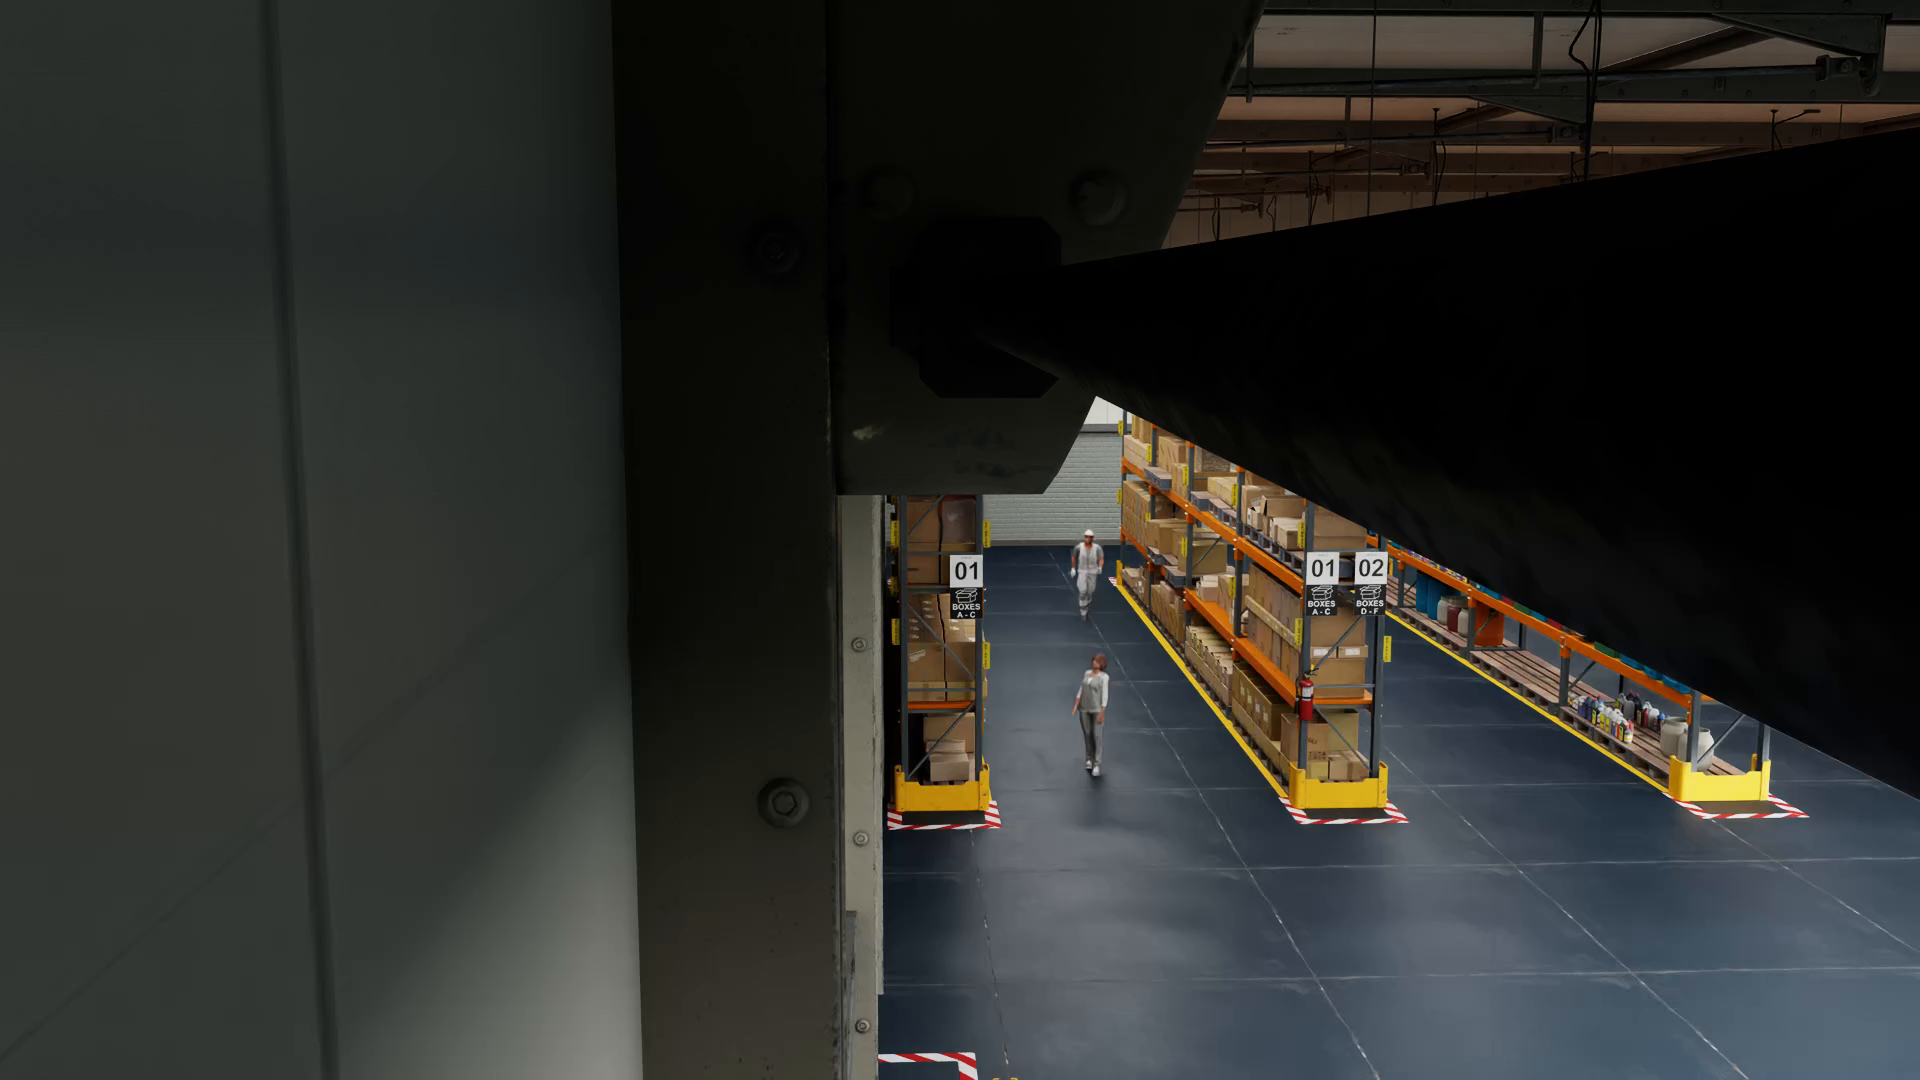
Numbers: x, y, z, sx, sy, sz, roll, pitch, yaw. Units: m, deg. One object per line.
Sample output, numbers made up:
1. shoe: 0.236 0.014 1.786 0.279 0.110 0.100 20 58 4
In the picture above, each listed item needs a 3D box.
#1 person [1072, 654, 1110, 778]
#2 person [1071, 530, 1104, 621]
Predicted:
1. person: 1.742 2.323 22.126 0.459 1.585 0.536 3 9 22
2. person: 2.505 0.691 32.680 0.619 1.813 0.877 0 8 -2
